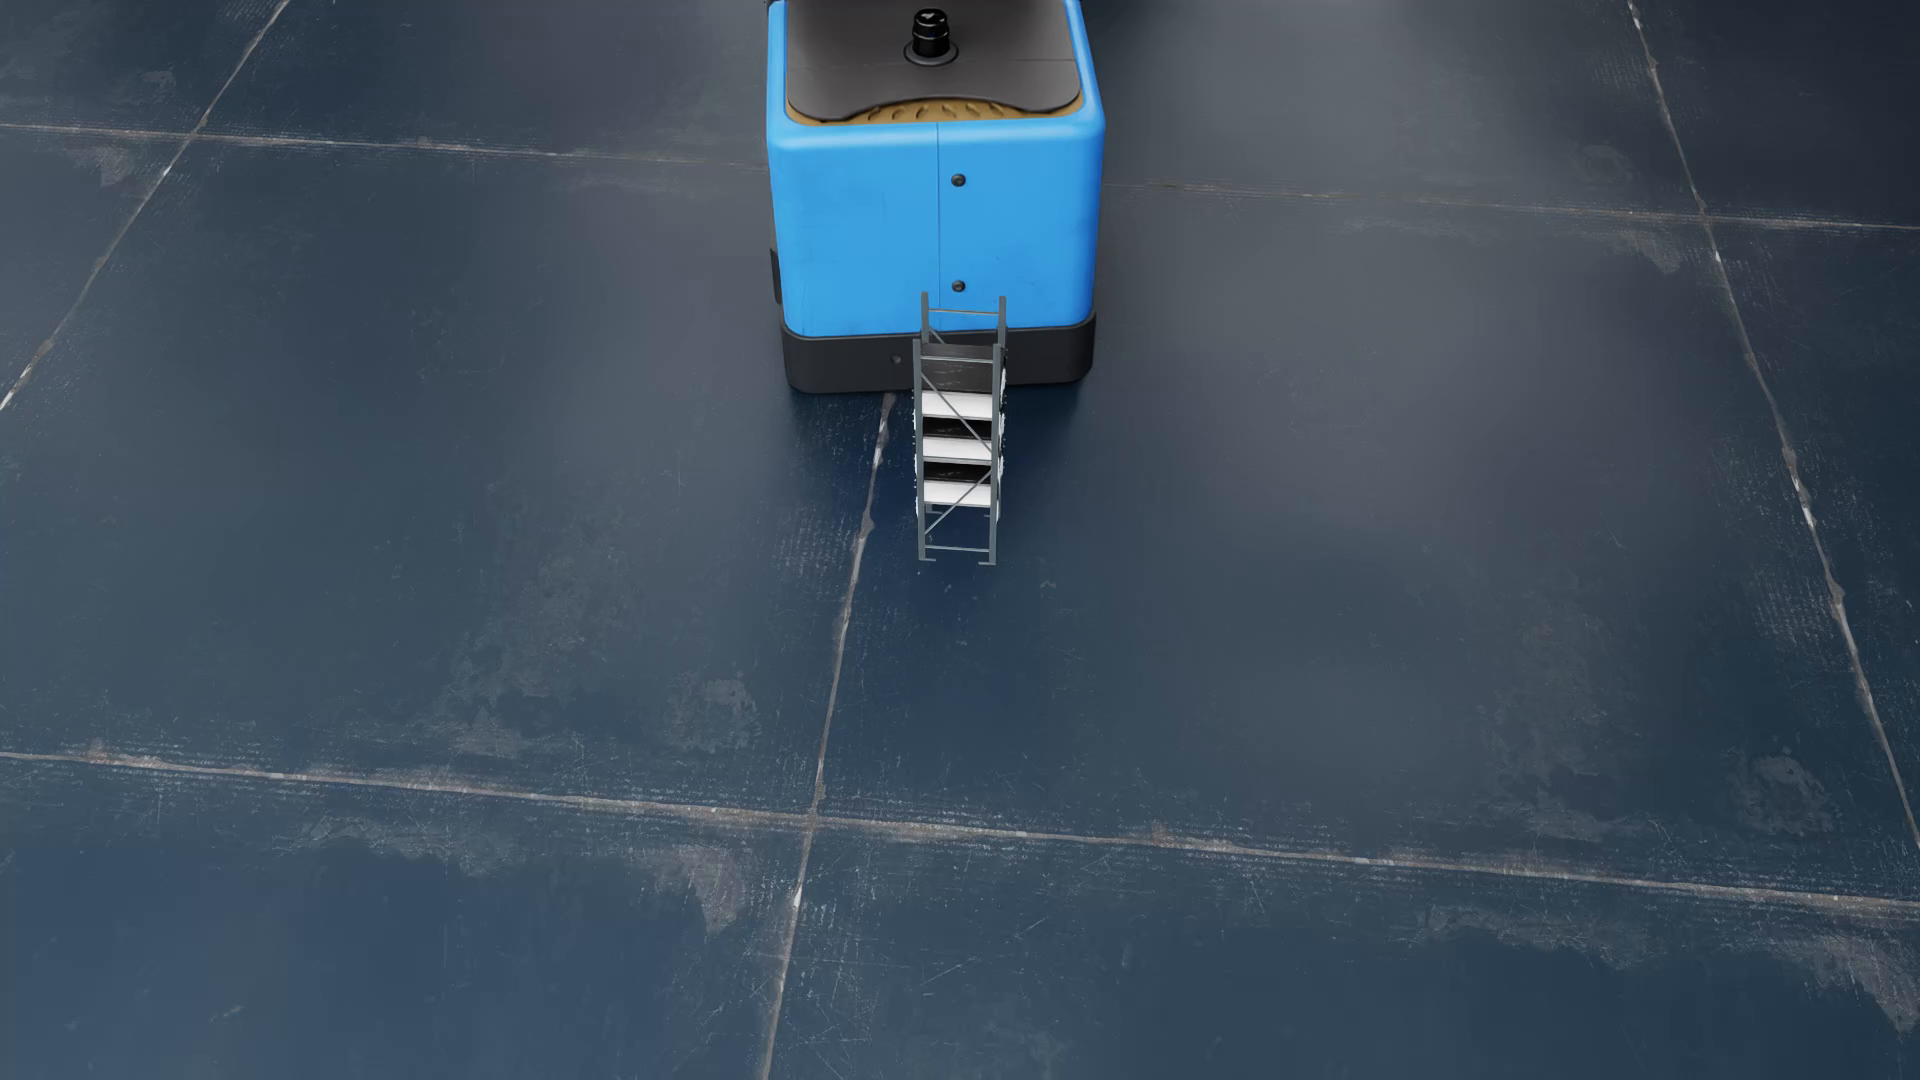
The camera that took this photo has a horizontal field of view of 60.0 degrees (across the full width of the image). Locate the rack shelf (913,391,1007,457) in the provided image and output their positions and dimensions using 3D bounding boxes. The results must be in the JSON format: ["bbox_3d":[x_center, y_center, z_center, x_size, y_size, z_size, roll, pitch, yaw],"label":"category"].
[{"bbox_3d":[0.001,-0.348,4.882,0.258,0.077,0.200,4,48,4],"label":"rack shelf"}]

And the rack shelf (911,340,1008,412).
[{"bbox_3d":[0.001,-0.469,4.749,0.258,0.077,0.200,4,48,4],"label":"rack shelf"}]

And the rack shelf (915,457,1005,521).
[{"bbox_3d":[0.001,-0.166,5.081,0.258,0.077,0.200,4,48,4],"label":"rack shelf"}]

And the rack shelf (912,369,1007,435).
[{"bbox_3d":[0.001,-0.409,4.815,0.258,0.077,0.200,4,48,4],"label":"rack shelf"}]

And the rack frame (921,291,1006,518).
[{"bbox_3d":[0.010,-0.384,4.992,0.240,0.900,0.006,4,48,4],"label":"rack frame"}]

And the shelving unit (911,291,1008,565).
[{"bbox_3d":[0.001,-0.310,4.923,0.258,0.900,0.210,4,48,4],"label":"shelving unit"}]

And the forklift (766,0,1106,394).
[{"bbox_3d":[-0.163,-2.569,5.613,1.130,2.935,3.031,-3,48,-3],"label":"forklift"}]

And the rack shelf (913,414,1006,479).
[{"bbox_3d":[0.001,-0.287,4.948,0.258,0.077,0.200,4,48,4],"label":"rack shelf"}]

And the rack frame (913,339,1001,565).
[{"bbox_3d":[-0.009,-0.235,4.855,0.240,0.900,0.006,4,48,4],"label":"rack frame"}]

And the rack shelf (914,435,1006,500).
[{"bbox_3d":[0.001,-0.226,5.014,0.258,0.077,0.200,4,48,4],"label":"rack shelf"}]
